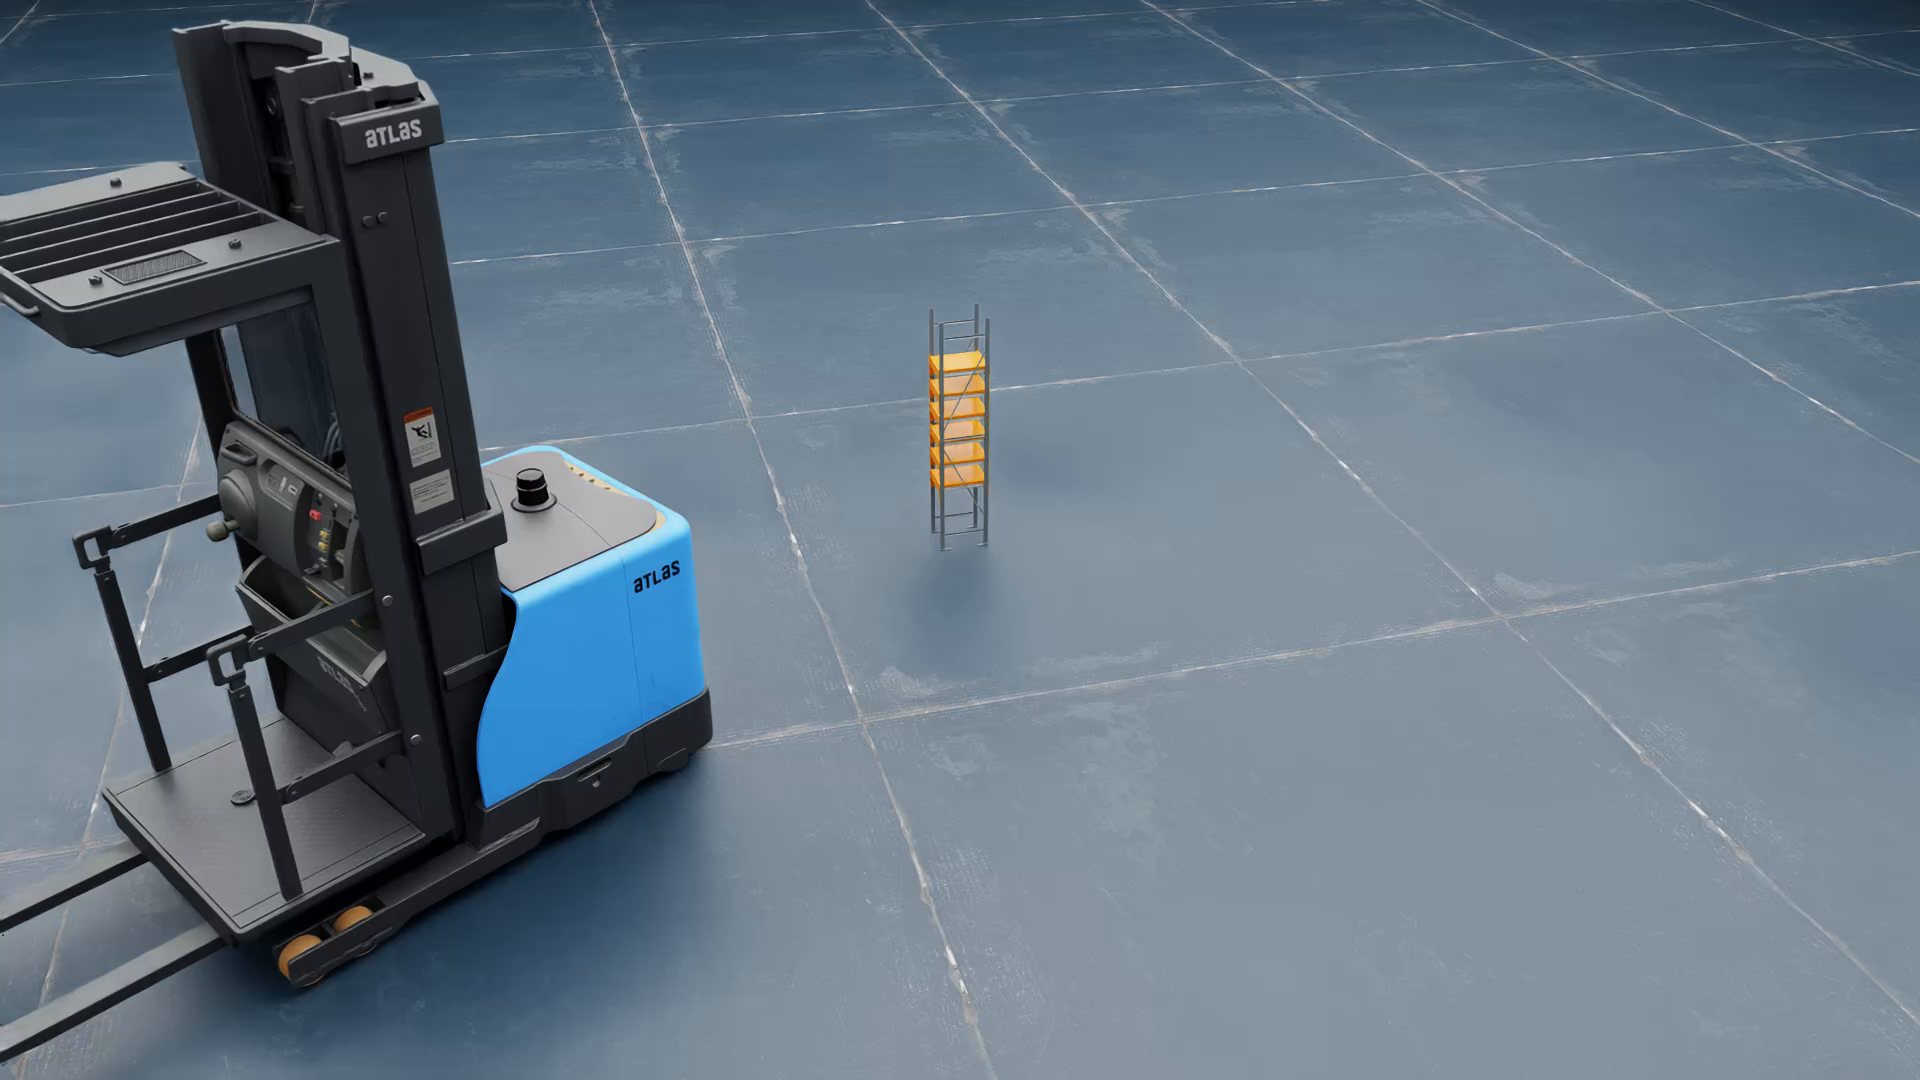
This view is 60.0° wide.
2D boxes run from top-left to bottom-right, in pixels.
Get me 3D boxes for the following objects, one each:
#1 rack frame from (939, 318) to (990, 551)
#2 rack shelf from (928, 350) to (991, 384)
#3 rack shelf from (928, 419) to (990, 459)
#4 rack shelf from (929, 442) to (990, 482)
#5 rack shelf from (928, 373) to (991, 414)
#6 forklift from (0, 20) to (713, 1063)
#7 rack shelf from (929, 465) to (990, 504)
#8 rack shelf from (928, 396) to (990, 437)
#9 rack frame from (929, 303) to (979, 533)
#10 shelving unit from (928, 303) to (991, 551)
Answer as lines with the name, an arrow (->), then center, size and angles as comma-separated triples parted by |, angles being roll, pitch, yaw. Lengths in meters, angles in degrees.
rack frame -> 0.020, -0.482, 7.885 | 0.240, 1.200, 0.006 | -8, 31, -13
rack shelf -> -0.004, -0.799, 7.803 | 0.258, 0.103, 0.180 | -8, 31, -13
rack shelf -> -0.004, -0.488, 7.984 | 0.258, 0.103, 0.180 | -8, 31, -13
rack shelf -> -0.004, -0.384, 8.044 | 0.258, 0.103, 0.180 | -8, 31, -13
rack shelf -> -0.004, -0.696, 7.864 | 0.258, 0.103, 0.180 | -8, 31, -13
forklift -> -2.382, -0.049, 5.409 | 1.130, 2.935, 3.031 | 26, 39, 37
rack shelf -> -0.004, -0.280, 8.104 | 0.258, 0.103, 0.180 | -8, 31, -13
rack shelf -> -0.004, -0.592, 7.924 | 0.258, 0.103, 0.180 | -8, 31, -13
rack frame -> -0.028, -0.570, 8.038 | 0.240, 1.200, 0.006 | -8, 31, -13
shelving unit -> -0.004, -0.526, 7.962 | 0.258, 1.200, 0.189 | -8, 31, -13
